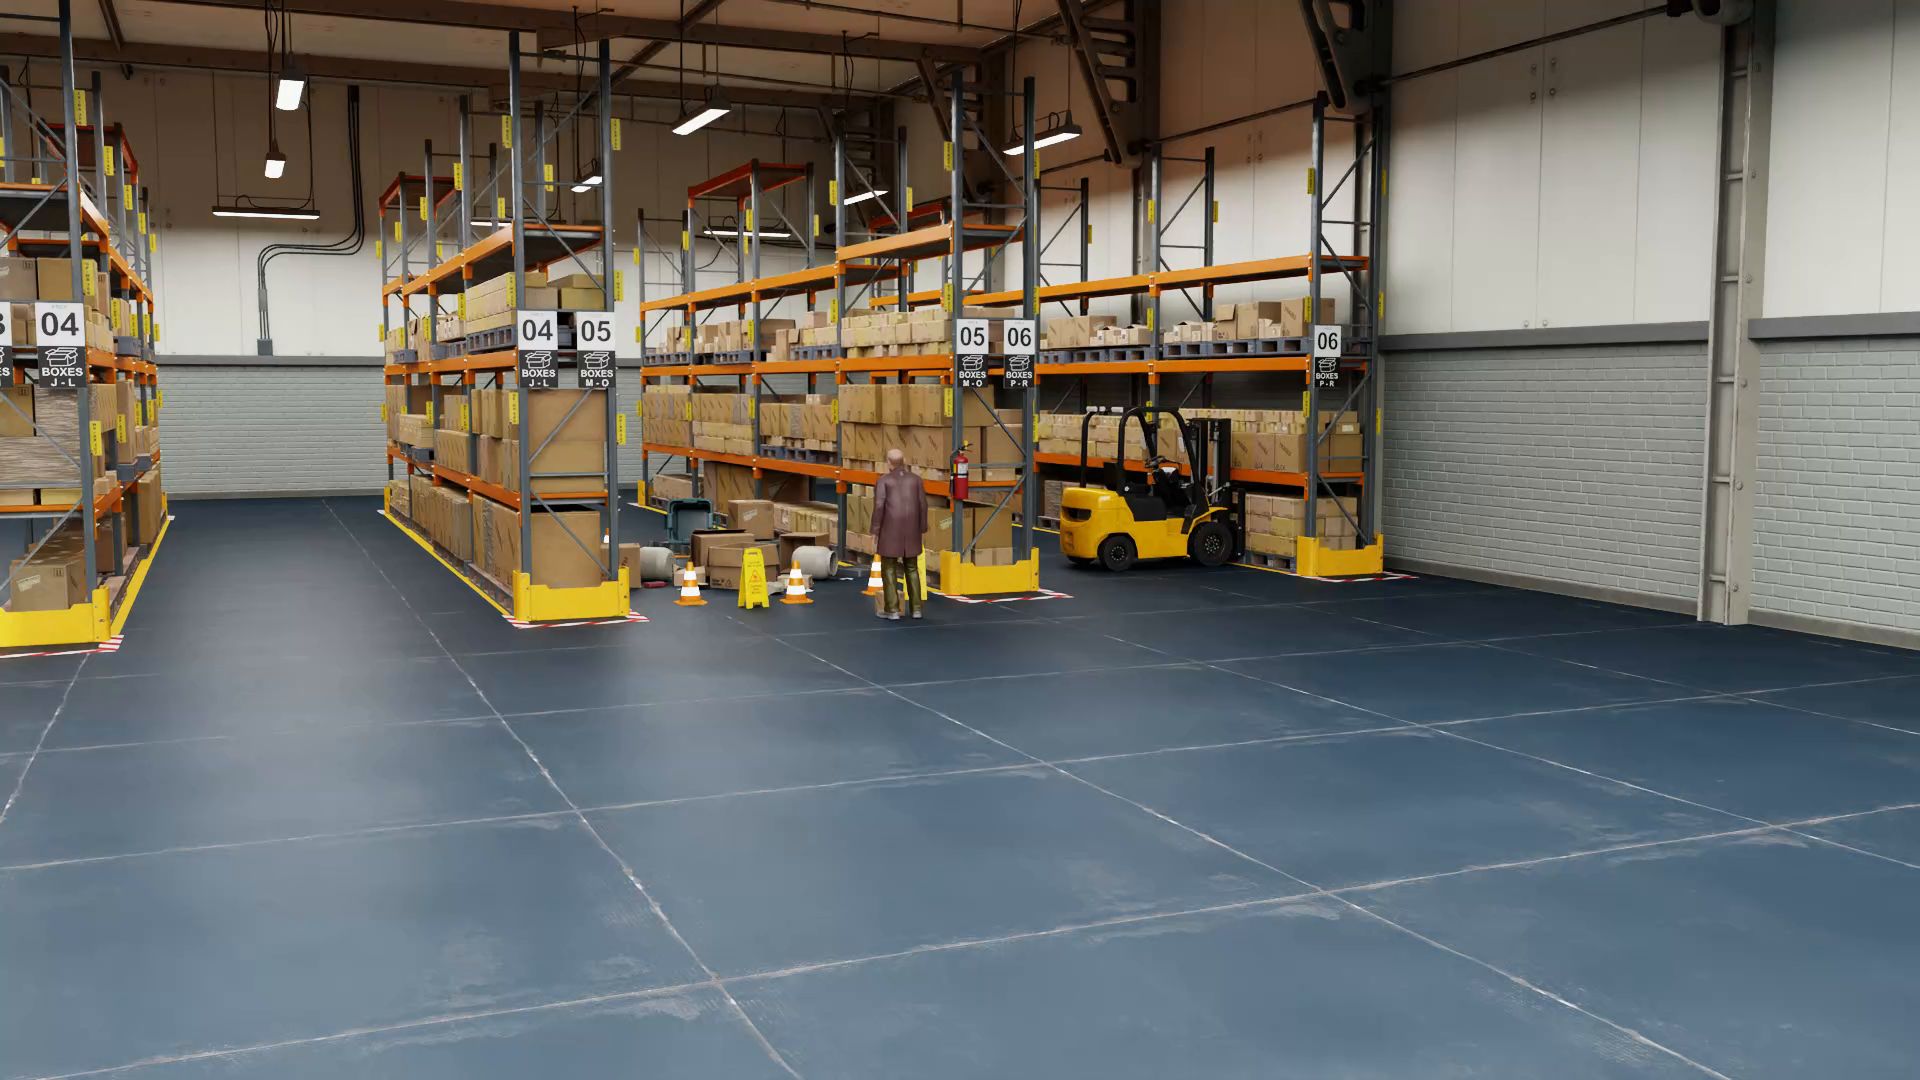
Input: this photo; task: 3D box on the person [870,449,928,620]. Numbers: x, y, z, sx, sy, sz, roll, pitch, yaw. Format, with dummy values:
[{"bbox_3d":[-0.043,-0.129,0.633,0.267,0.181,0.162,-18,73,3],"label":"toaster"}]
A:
[{"bbox_3d":[-0.638,-0.065,17.399,0.643,1.774,0.420,-2,6,-24],"label":"person"}]
